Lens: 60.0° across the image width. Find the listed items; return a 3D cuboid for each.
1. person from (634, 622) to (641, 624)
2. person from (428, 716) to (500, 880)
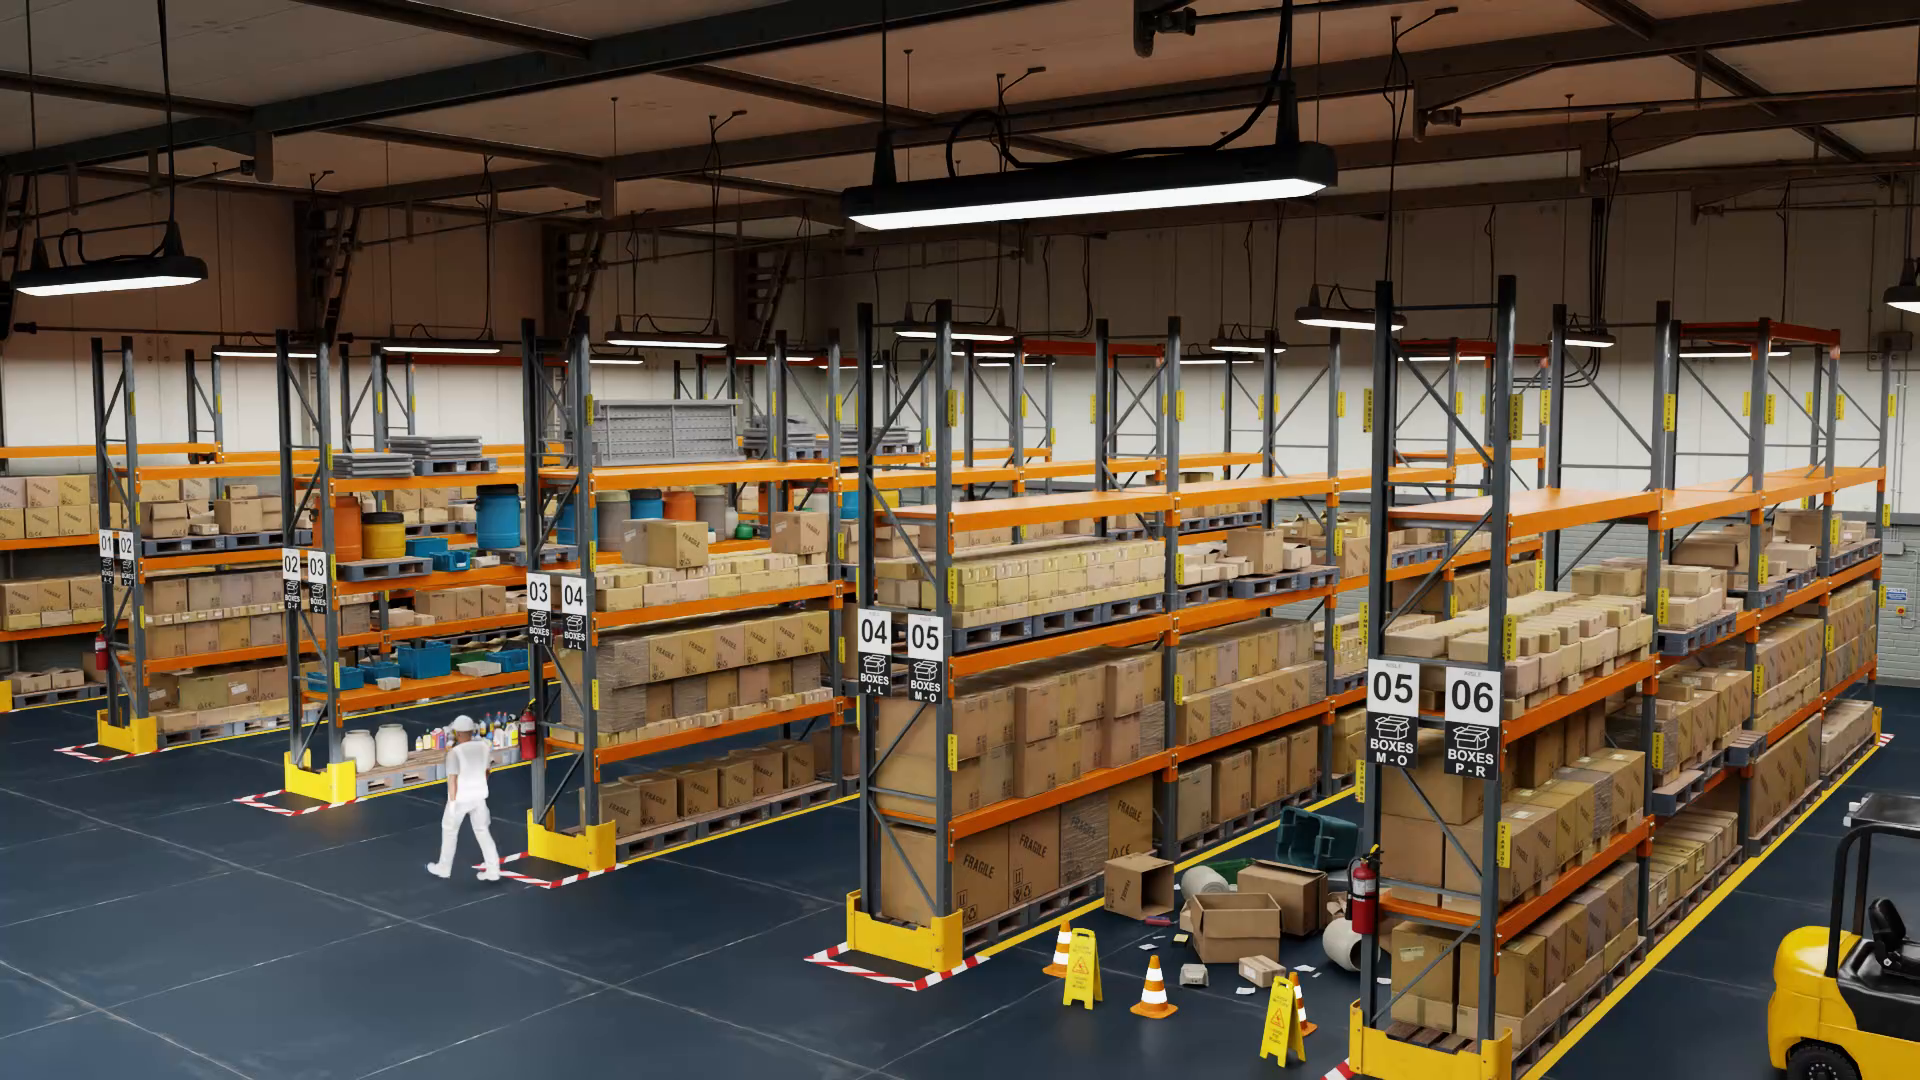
[{"bbox_3d":[-5.216,1.982,26.668,1.092,1.716,0.525,-4,6,-36],"label":"person"},{"bbox_3d":[-5.271,2.749,17.759,0.879,1.766,0.552,5,7,45],"label":"person"}]
